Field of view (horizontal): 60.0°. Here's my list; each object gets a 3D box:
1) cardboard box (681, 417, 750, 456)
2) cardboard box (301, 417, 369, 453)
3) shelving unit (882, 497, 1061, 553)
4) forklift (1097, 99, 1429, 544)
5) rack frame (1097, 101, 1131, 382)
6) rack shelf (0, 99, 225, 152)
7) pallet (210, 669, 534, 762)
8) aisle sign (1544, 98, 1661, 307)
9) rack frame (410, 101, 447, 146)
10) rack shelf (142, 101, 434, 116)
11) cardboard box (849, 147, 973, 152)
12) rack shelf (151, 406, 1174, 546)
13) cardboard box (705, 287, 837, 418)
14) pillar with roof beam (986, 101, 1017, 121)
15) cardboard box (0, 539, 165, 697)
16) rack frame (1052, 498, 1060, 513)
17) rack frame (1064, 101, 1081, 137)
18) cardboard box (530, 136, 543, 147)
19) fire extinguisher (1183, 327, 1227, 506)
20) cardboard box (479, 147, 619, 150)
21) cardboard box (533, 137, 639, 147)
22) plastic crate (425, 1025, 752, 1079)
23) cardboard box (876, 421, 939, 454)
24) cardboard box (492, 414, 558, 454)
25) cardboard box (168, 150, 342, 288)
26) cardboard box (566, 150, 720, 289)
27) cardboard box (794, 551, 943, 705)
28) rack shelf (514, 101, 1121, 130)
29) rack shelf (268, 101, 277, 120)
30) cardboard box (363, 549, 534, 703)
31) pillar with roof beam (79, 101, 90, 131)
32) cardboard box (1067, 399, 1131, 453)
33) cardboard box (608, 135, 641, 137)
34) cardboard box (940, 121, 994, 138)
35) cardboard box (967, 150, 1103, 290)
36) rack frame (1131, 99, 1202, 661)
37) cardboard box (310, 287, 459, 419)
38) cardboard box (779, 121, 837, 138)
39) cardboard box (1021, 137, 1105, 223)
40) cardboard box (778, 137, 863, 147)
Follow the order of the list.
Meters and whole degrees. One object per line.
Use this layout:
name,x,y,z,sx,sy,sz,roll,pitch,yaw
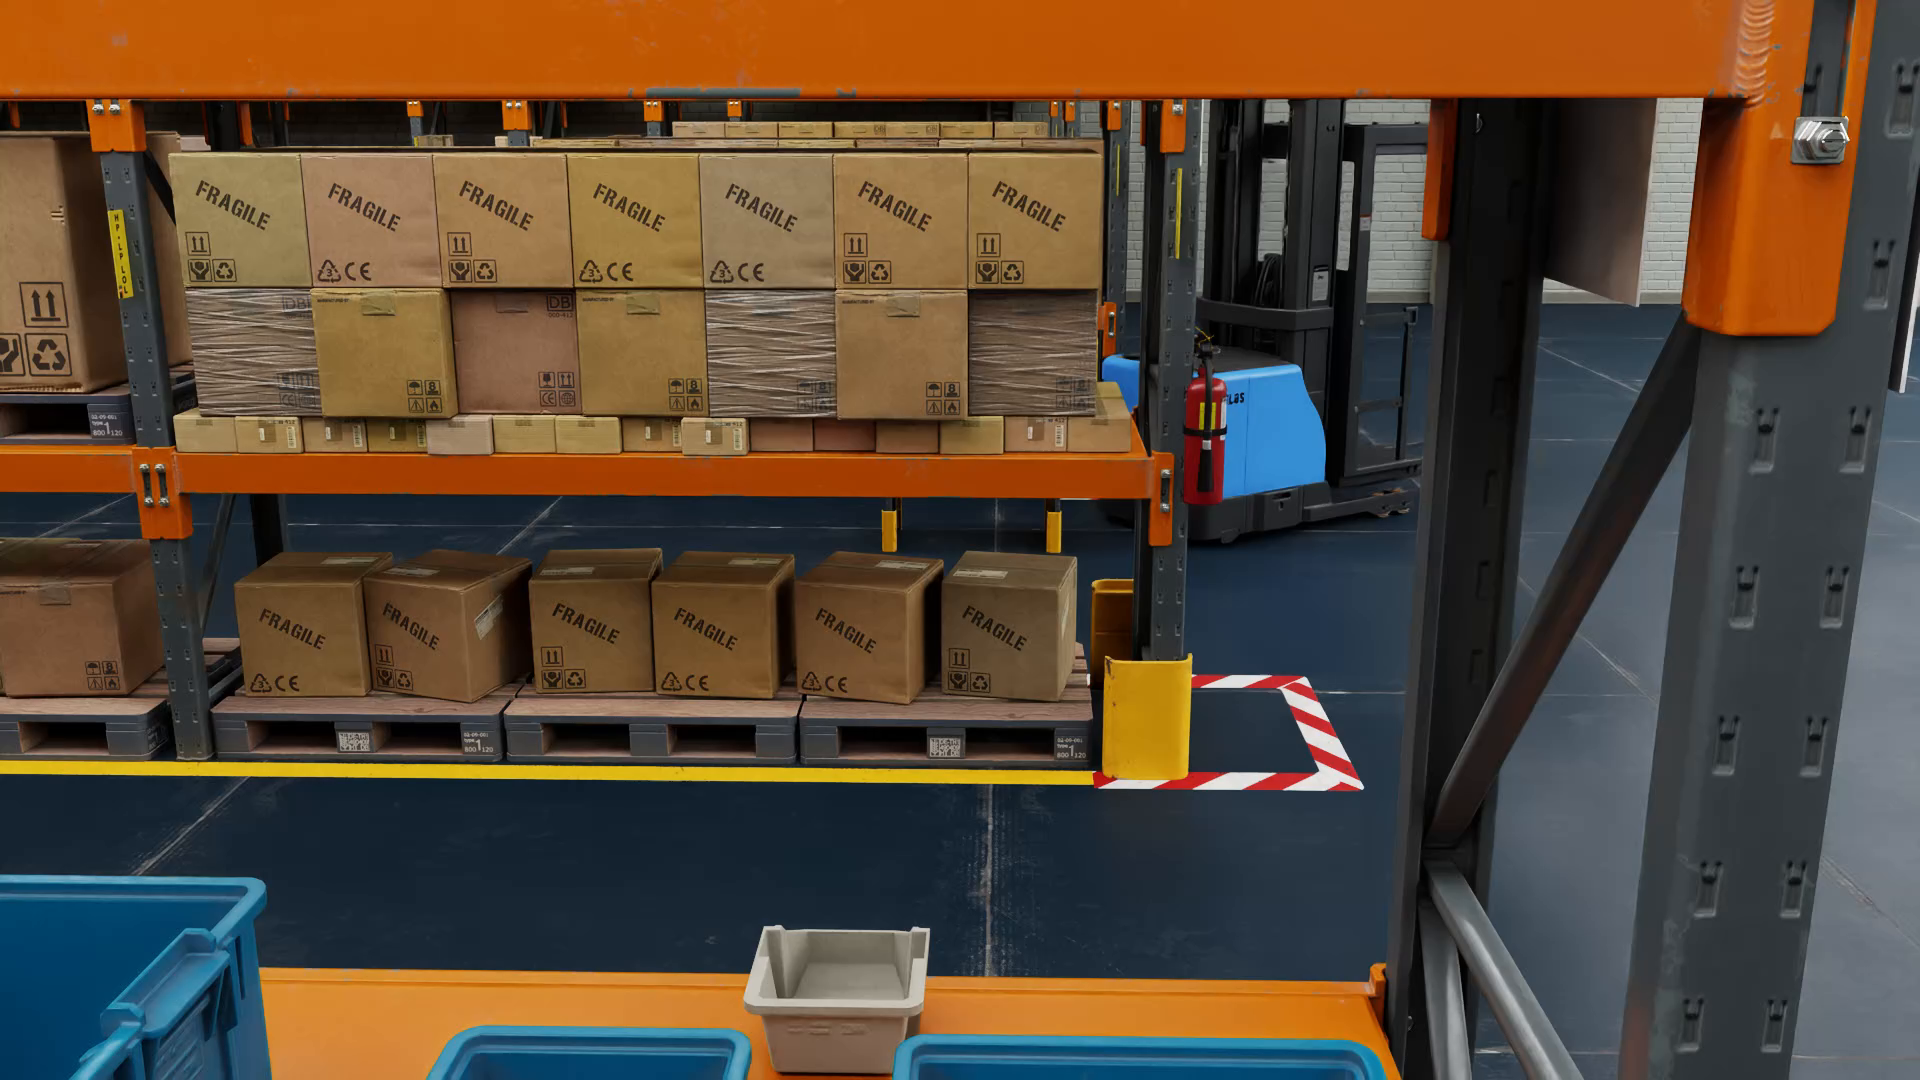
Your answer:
cardboard box,-0.952,-0.445,6.639,0.250,0.149,0.380,0,15,1
cardboard box,-2.451,-0.461,6.700,0.250,0.149,0.380,0,15,1
shelving unit,0.076,-0.725,10.147,1.083,1.500,0.587,0,15,1
forklift,2.396,-1.662,10.894,3.031,2.935,1.130,-10,18,-33
rack frame,1.068,-1.898,11.655,0.127,3.000,1.000,0,15,1
rack shelf,-5.157,-1.776,6.721,4.000,0.370,1.077,0,15,1
pallet,-2.486,0.683,7.336,1.213,0.211,1.003,0,15,1
aisle sign,0.794,-0.702,2.026,0.004,0.787,0.394,0,15,1
rack frame,-6.781,-4.479,21.438,0.127,3.000,1.000,0,15,1
rack shelf,-8.780,-5.595,21.197,4.000,0.370,1.077,0,15,1
cardboard box,-0.202,-1.388,6.981,0.500,0.500,0.500,0,15,1
rack shelf,-1.159,-0.299,7.005,4.000,0.370,1.077,0,15,1
cardboard box,-0.710,-0.824,6.803,0.500,0.500,0.875,0,15,1
pillar with roof beam,0.434,-6.465,17.202,0.400,9.000,9.100,0,15,1
cardboard box,-3.771,0.326,7.261,0.500,0.500,0.700,-1,15,-3
rack frame,0.593,-0.721,10.134,0.032,1.500,0.500,0,15,1
rack frame,1.094,-3.161,16.443,0.127,3.000,1.000,0,15,1
cardboard box,-4.062,-3.843,16.152,0.250,0.149,0.380,0,15,0
fire extinguisher,0.943,-0.478,6.425,0.183,0.674,0.296,0,15,1
cardboard box,-1.702,-1.397,7.015,0.500,0.500,0.500,0,15,1
cardboard box,-2.562,-2.508,11.555,0.550,0.550,0.875,0,15,1
plastic crate,-0.443,0.768,1.840,0.408,0.251,0.499,0,15,1
cardboard box,-0.200,-0.458,6.687,0.250,0.149,0.380,0,15,1
cardboard box,-1.701,-0.459,6.691,0.250,0.149,0.380,0,15,1
cardboard box,-2.715,-1.268,6.527,0.500,0.500,0.500,0,15,1
cardboard box,-1.215,-1.261,6.502,0.500,0.500,0.500,0,15,1
cardboard box,-0.382,0.368,7.142,0.500,0.500,0.500,4,15,16
rack shelf,-0.931,-3.014,11.414,4.000,0.370,1.077,0,15,1
rack shelf,-8.903,-4.329,16.399,4.000,0.370,1.077,0,15,1
cardboard box,-2.186,0.360,7.172,0.500,0.500,0.500,5,16,19
pillar with roof beam,-11.562,-6.543,17.499,0.400,9.000,9.100,0,15,1
cardboard box,0.550,-0.462,6.703,0.250,0.149,0.380,0,15,1
cardboard box,-3.366,-3.990,16.708,0.250,0.149,0.380,0,15,1
cardboard box,0.072,-3.790,16.086,0.500,0.500,0.700,1,15,2
cardboard box,0.284,-1.250,6.460,0.500,0.500,0.500,0,15,1
rack frame,0.841,-0.634,6.864,0.127,3.000,1.000,0,15,1
cardboard box,-2.211,-0.821,6.794,0.500,0.500,0.875,0,15,1
cardboard box,-1.459,-3.786,16.070,0.500,0.500,0.700,0,15,0
cardboard box,0.698,-2.505,11.545,0.550,0.550,0.875,0,15,1
cardboard box,-0.943,-2.494,11.502,0.500,0.550,0.875,0,15,1
